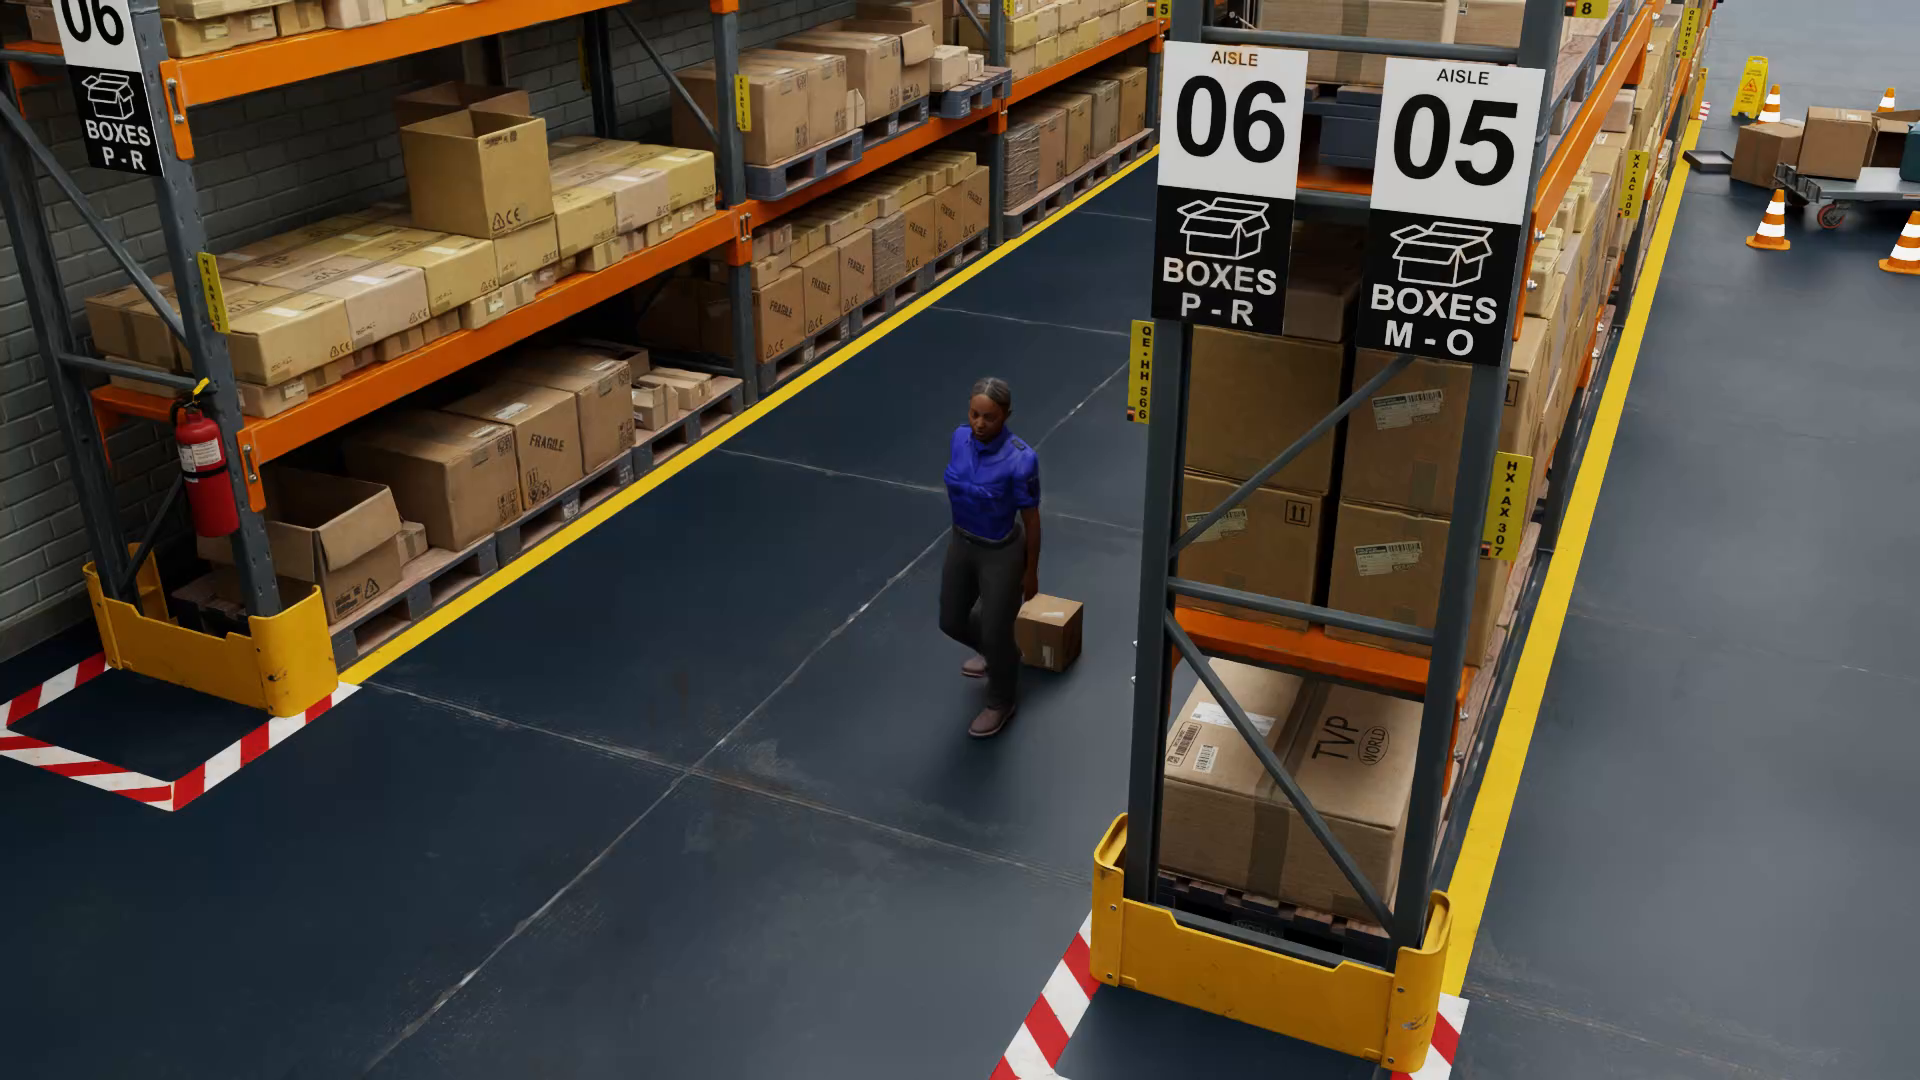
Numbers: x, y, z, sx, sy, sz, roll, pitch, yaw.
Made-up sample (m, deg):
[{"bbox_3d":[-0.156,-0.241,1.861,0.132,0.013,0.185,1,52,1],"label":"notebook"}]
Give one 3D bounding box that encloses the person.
[{"bbox_3d":[0.164,0.033,7.051,0.522,1.650,0.518,21,33,36],"label":"person"}]
